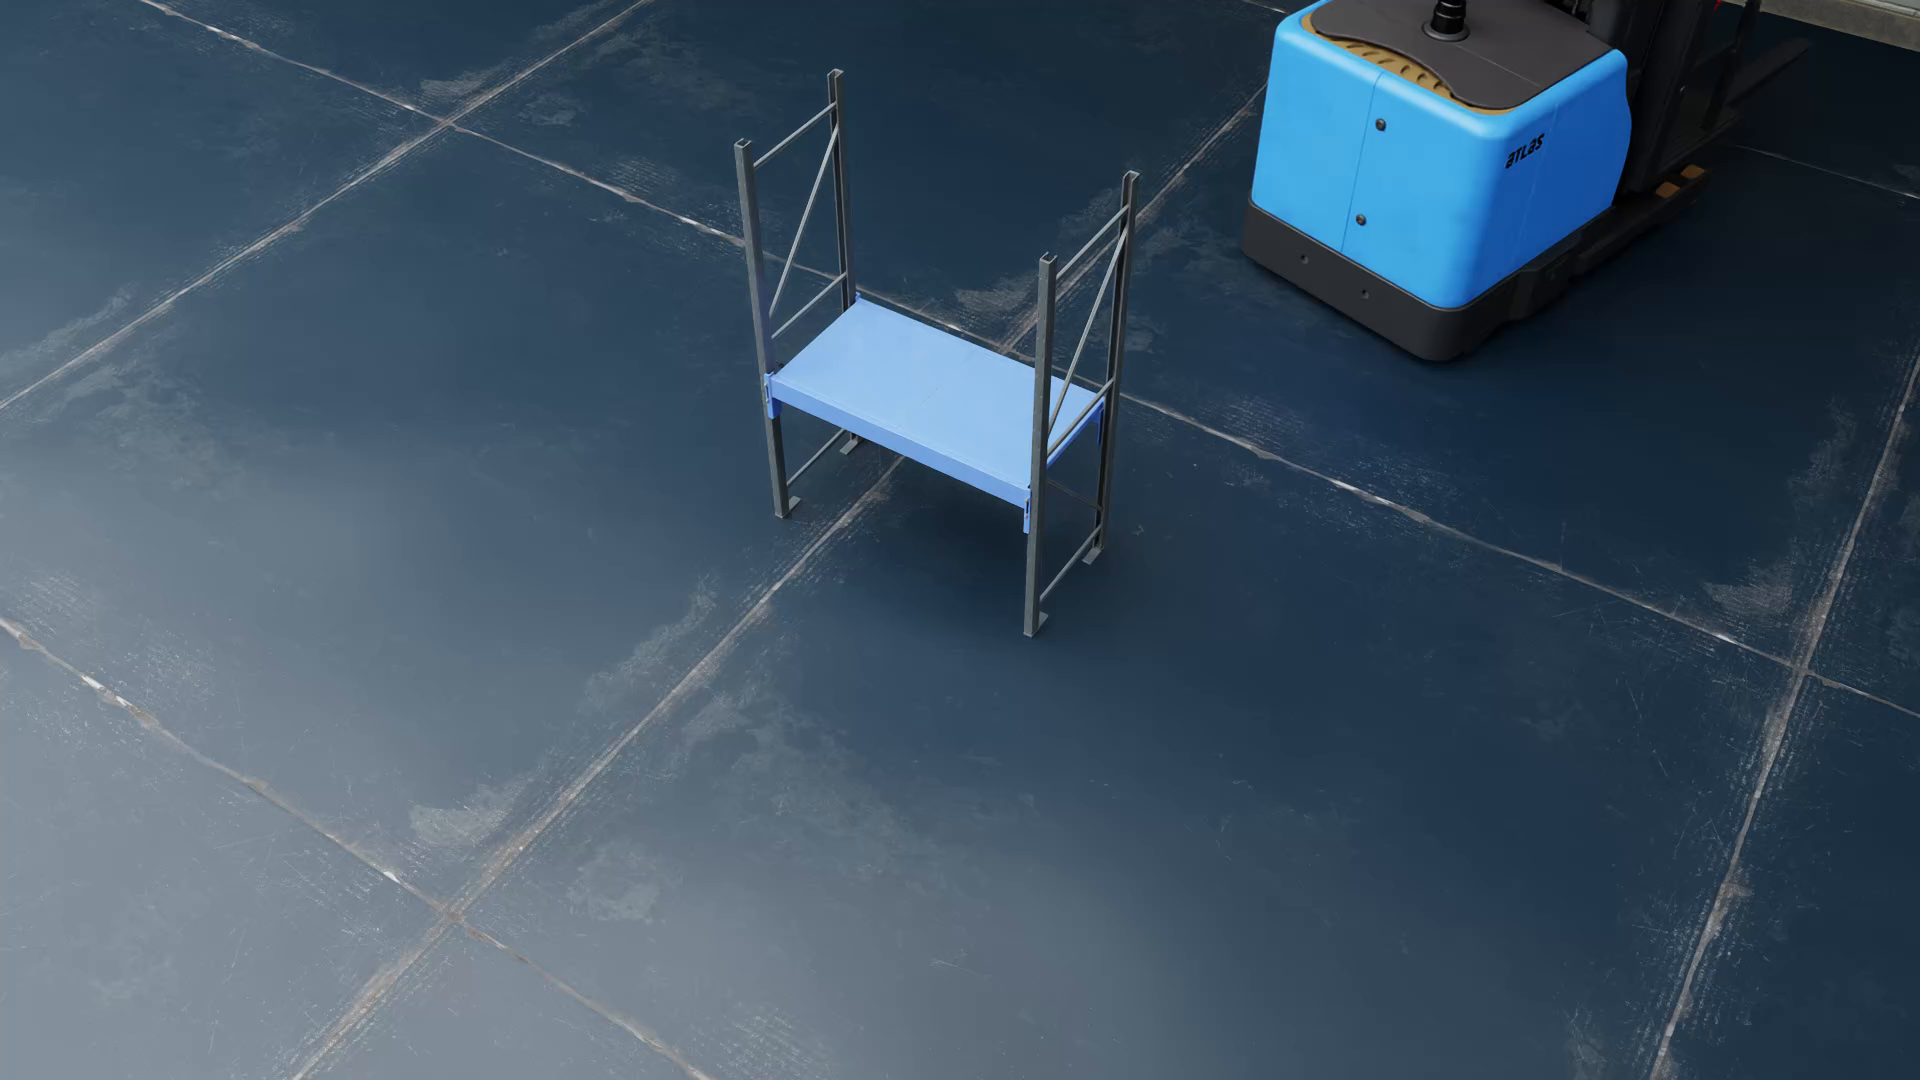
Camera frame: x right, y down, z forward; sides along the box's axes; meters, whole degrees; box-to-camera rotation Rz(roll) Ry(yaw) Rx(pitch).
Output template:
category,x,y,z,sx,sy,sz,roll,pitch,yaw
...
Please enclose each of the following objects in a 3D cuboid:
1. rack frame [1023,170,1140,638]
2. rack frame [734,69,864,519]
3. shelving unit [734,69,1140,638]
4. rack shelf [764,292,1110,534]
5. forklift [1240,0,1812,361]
category,x,y,z,sx,sy,sz,roll,pitch,yaw
rack frame,0.356,-0.359,5.053,0.032,1.500,0.500,25,51,22
rack frame,-0.500,-0.753,5.435,0.032,1.500,0.500,25,51,22
shelving unit,-0.072,-0.556,5.244,1.048,1.500,0.538,25,51,22
rack shelf,-0.072,-0.430,5.373,1.000,0.185,0.538,25,51,22
forklift,2.583,-2.622,6.254,3.031,2.935,1.130,-33,54,-28
